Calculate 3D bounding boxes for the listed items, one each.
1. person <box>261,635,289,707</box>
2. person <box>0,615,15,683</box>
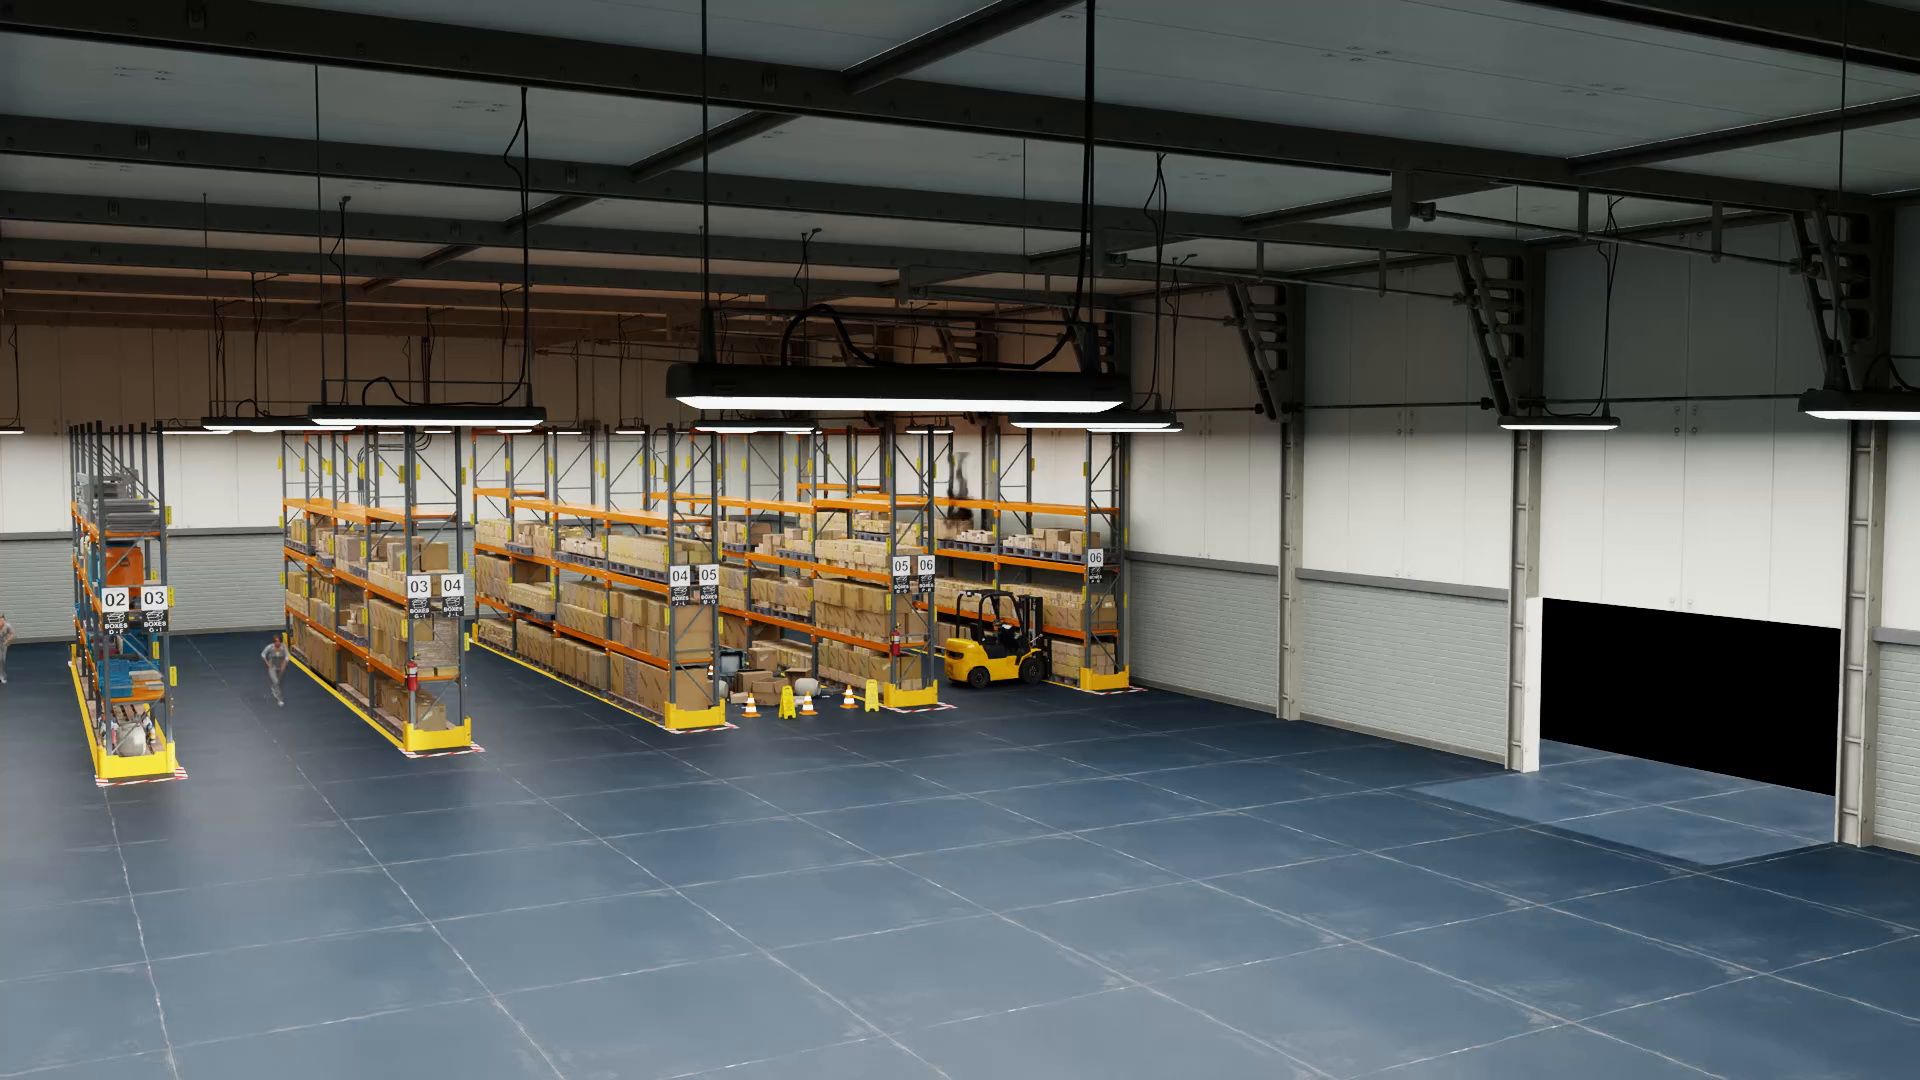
[{"bbox_3d":[-14.672,2.778,35.630,0.556,1.549,0.892,-2,4,-27],"label":"person"},{"bbox_3d":[-22.566,2.531,39.094,0.603,1.626,1.003,-2,4,-31],"label":"person"}]
